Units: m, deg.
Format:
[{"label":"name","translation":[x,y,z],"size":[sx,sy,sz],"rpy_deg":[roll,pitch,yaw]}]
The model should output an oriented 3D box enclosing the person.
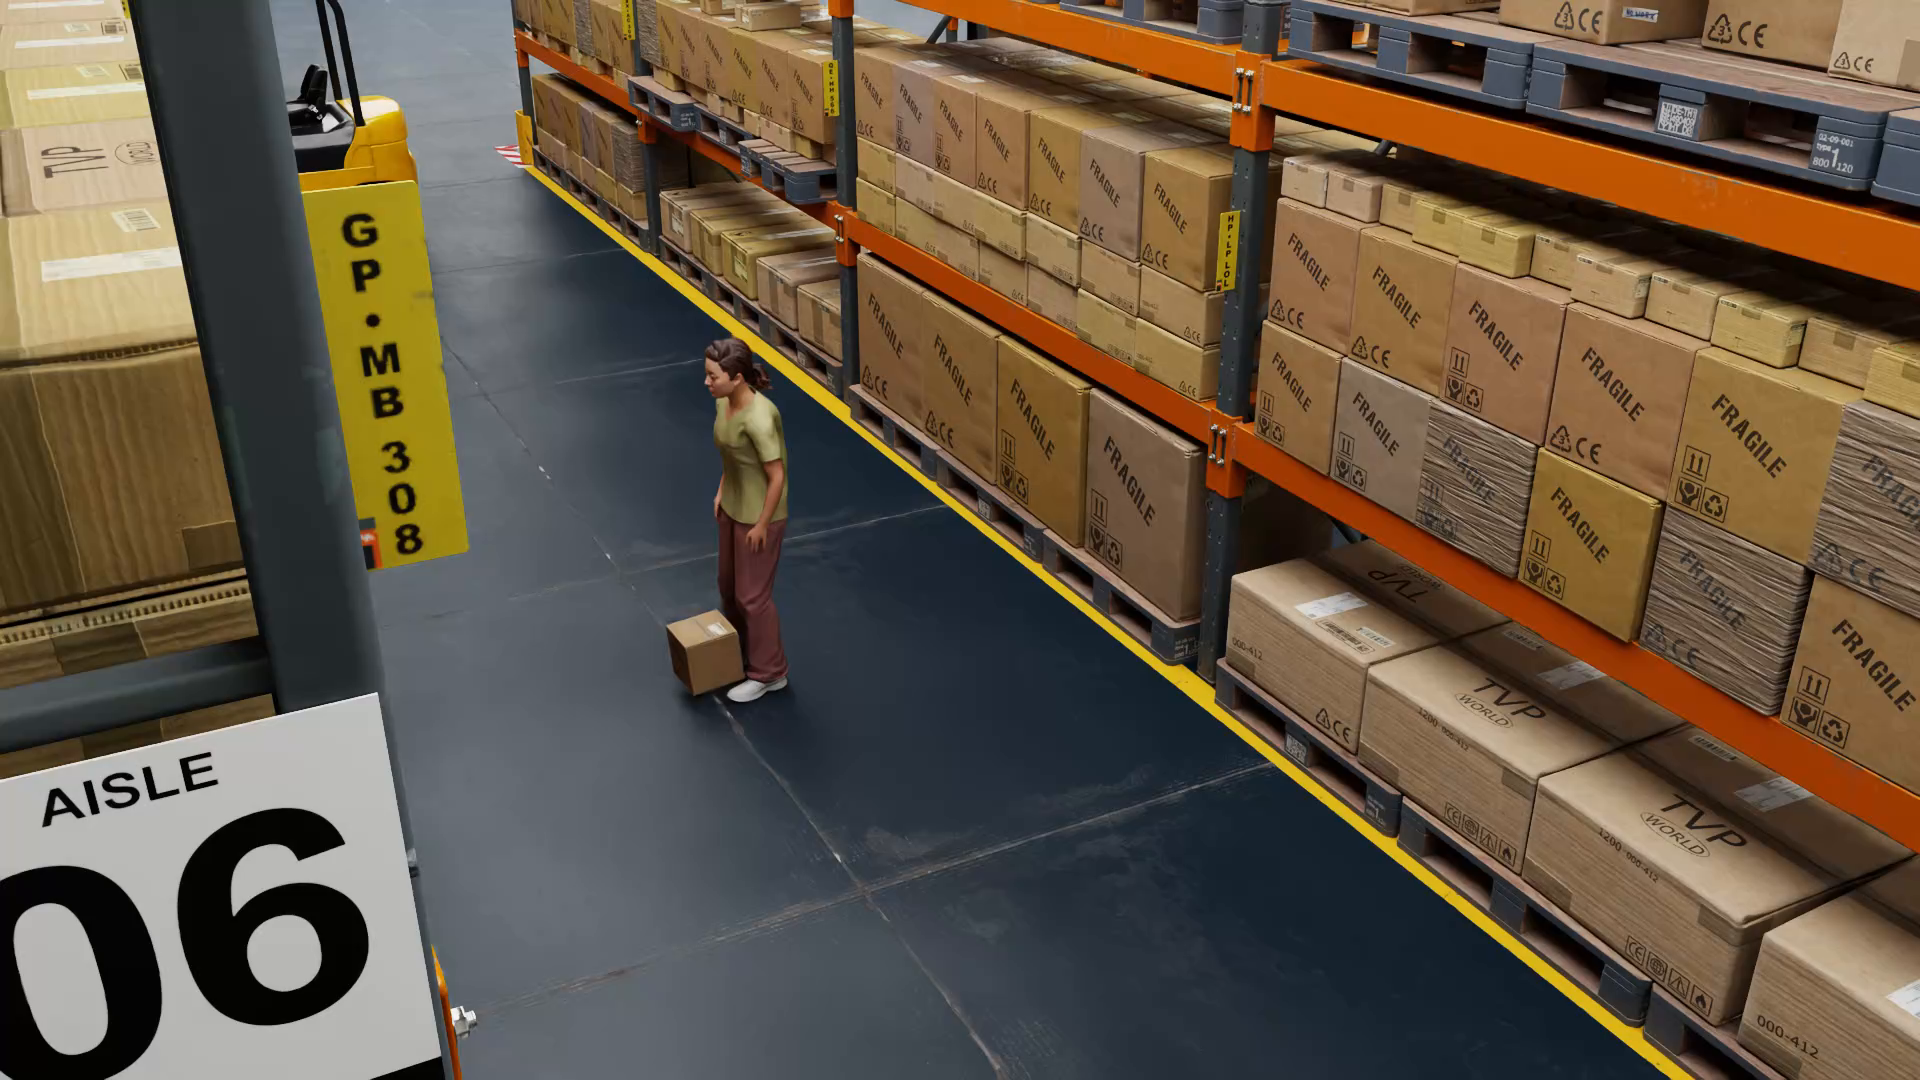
[{"label":"person","translation":[-0.948,-0.101,7.325],"size":[0.372,1.670,0.489],"rpy_deg":[-14,29,-27]}]
